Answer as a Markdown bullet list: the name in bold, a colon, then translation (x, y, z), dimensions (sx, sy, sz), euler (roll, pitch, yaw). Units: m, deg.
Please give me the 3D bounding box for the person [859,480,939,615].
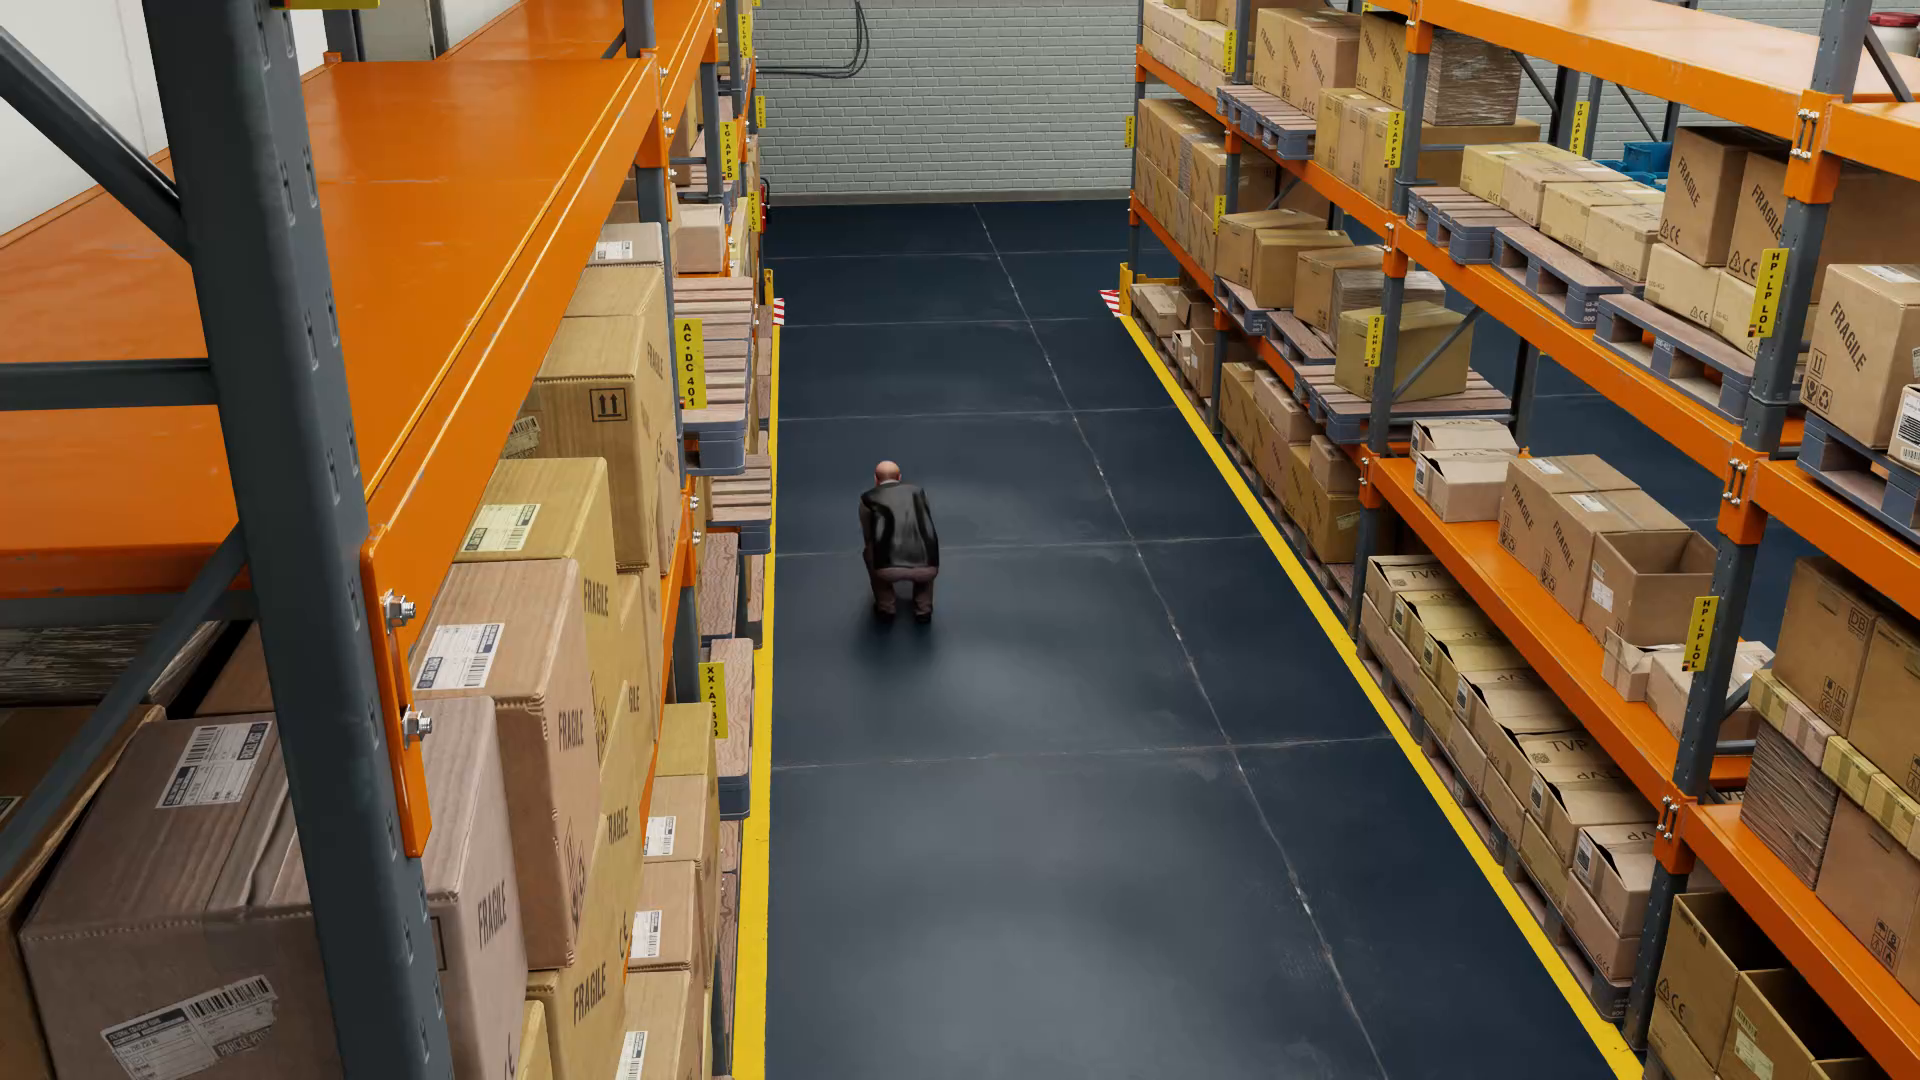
- **person**: translation (-0.408, 0.058, 11.211), dimensions (0.517, 0.842, 0.767), euler (-3, 24, -7)
